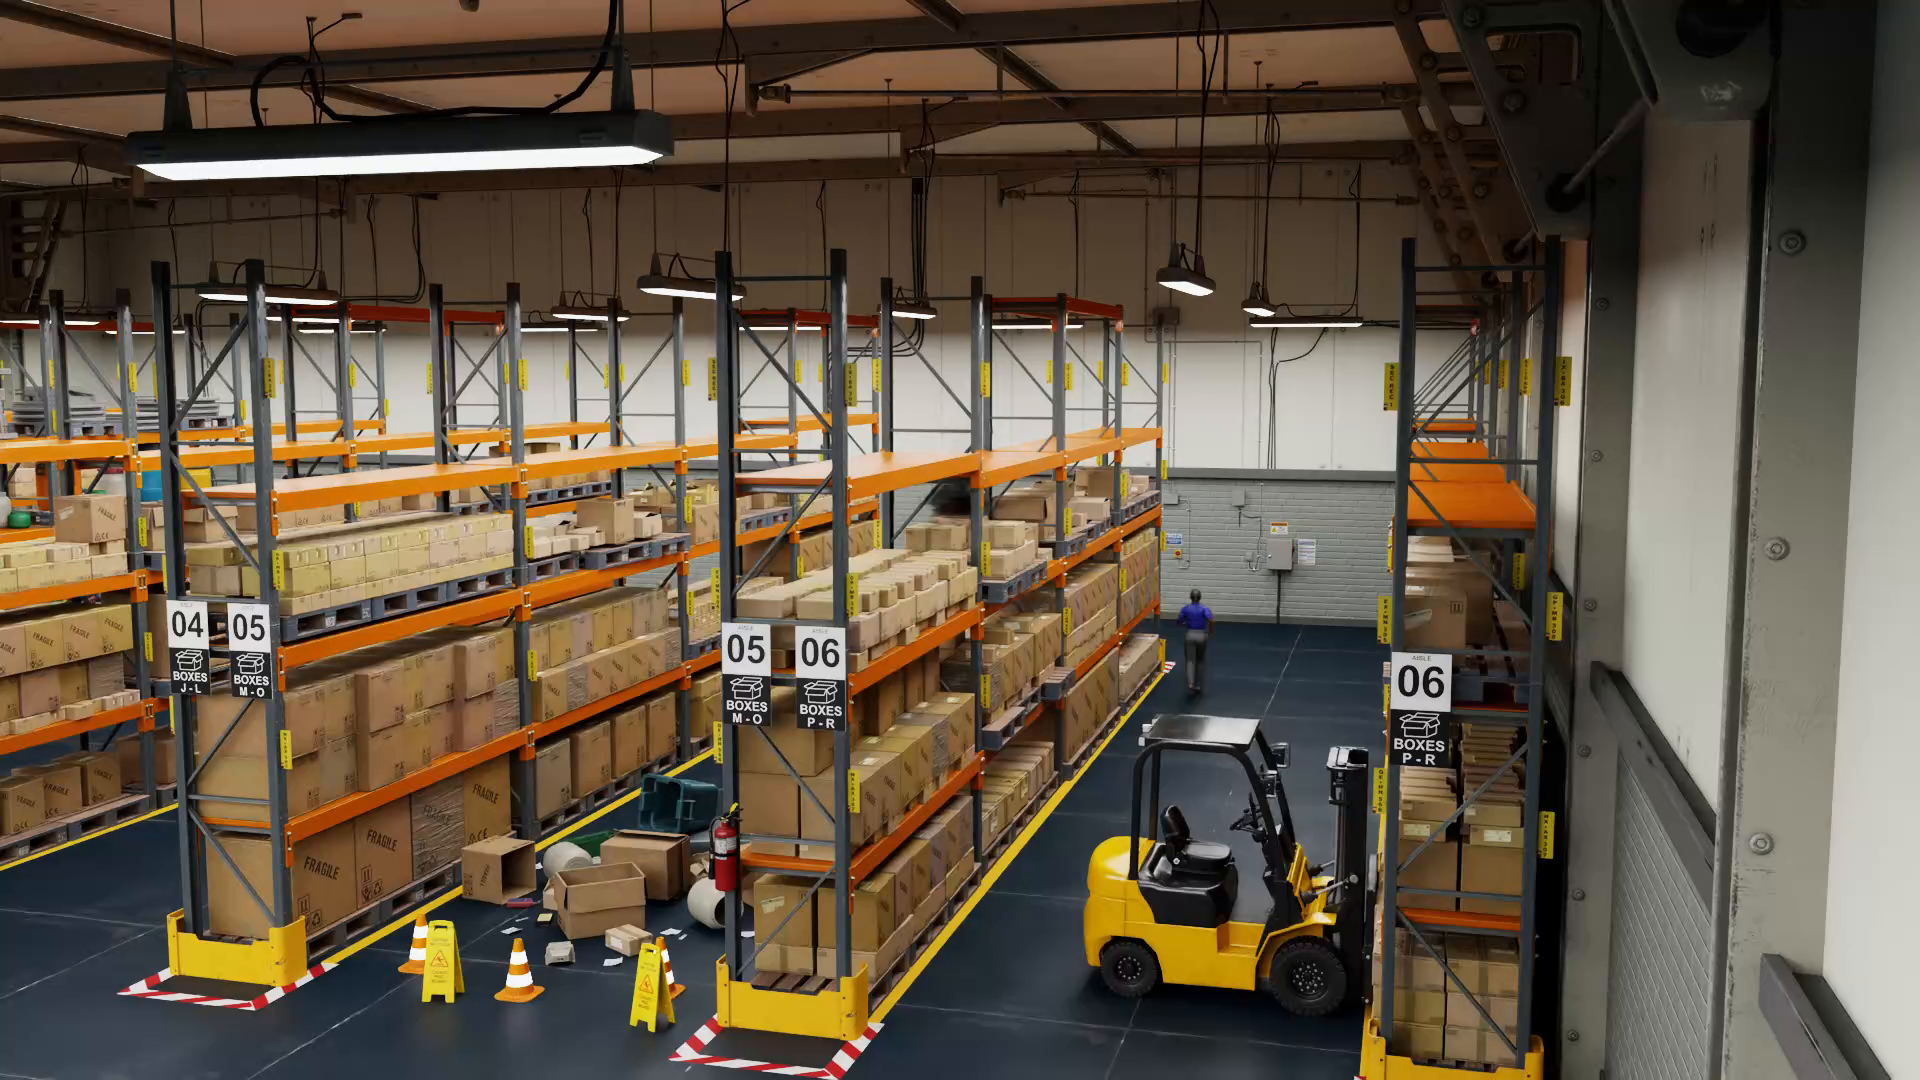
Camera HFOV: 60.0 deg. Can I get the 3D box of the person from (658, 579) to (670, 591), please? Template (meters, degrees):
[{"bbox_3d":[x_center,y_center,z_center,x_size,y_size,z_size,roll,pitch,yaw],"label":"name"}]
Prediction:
[{"bbox_3d":[-4.644,1.522,26.328,0.726,1.823,0.874,3,7,23],"label":"person"}]

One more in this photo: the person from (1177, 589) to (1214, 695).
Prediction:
[{"bbox_3d":[3.664,1.583,25.901,0.580,1.658,0.848,1,6,8],"label":"person"}]
